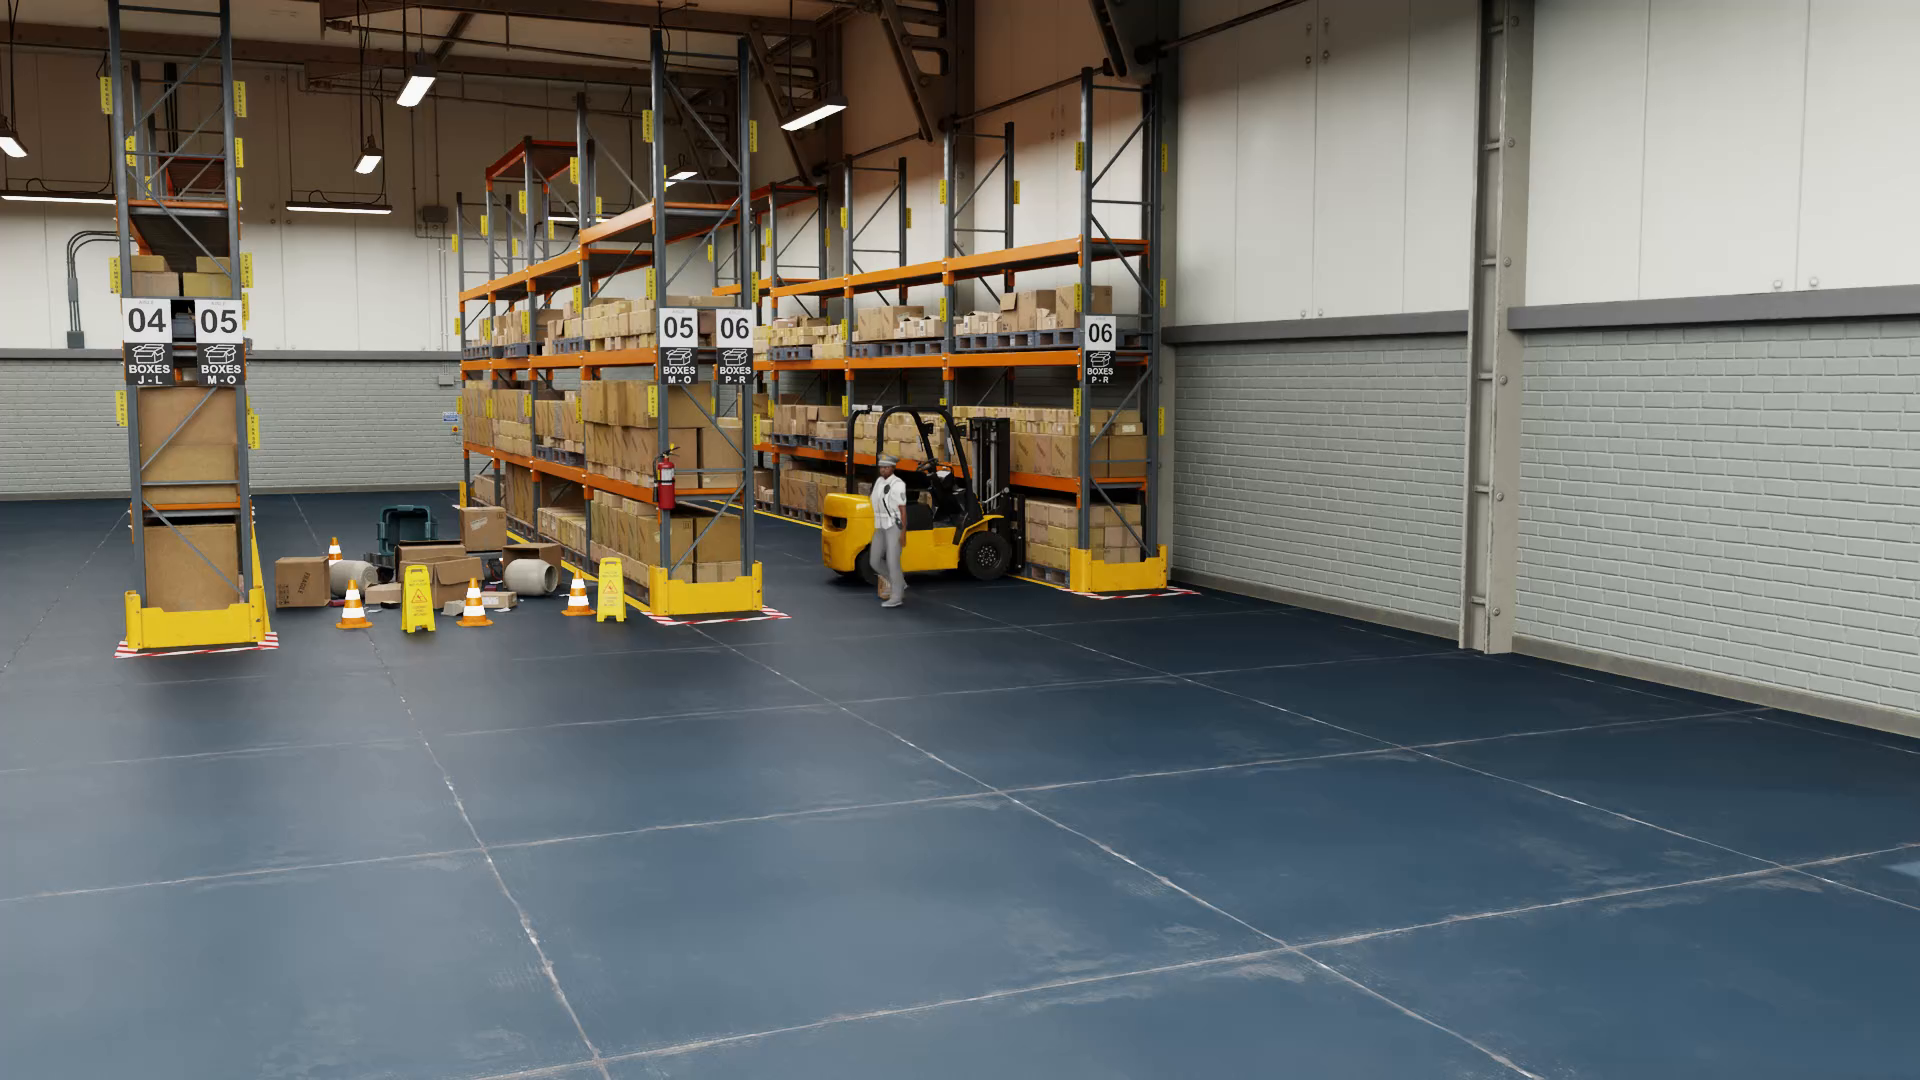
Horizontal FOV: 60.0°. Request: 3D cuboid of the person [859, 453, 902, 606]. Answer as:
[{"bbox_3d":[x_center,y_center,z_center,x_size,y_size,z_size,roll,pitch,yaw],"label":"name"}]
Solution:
[{"bbox_3d":[-0.820,-0.113,17.955,0.502,1.665,0.444,5,7,40],"label":"person"}]
